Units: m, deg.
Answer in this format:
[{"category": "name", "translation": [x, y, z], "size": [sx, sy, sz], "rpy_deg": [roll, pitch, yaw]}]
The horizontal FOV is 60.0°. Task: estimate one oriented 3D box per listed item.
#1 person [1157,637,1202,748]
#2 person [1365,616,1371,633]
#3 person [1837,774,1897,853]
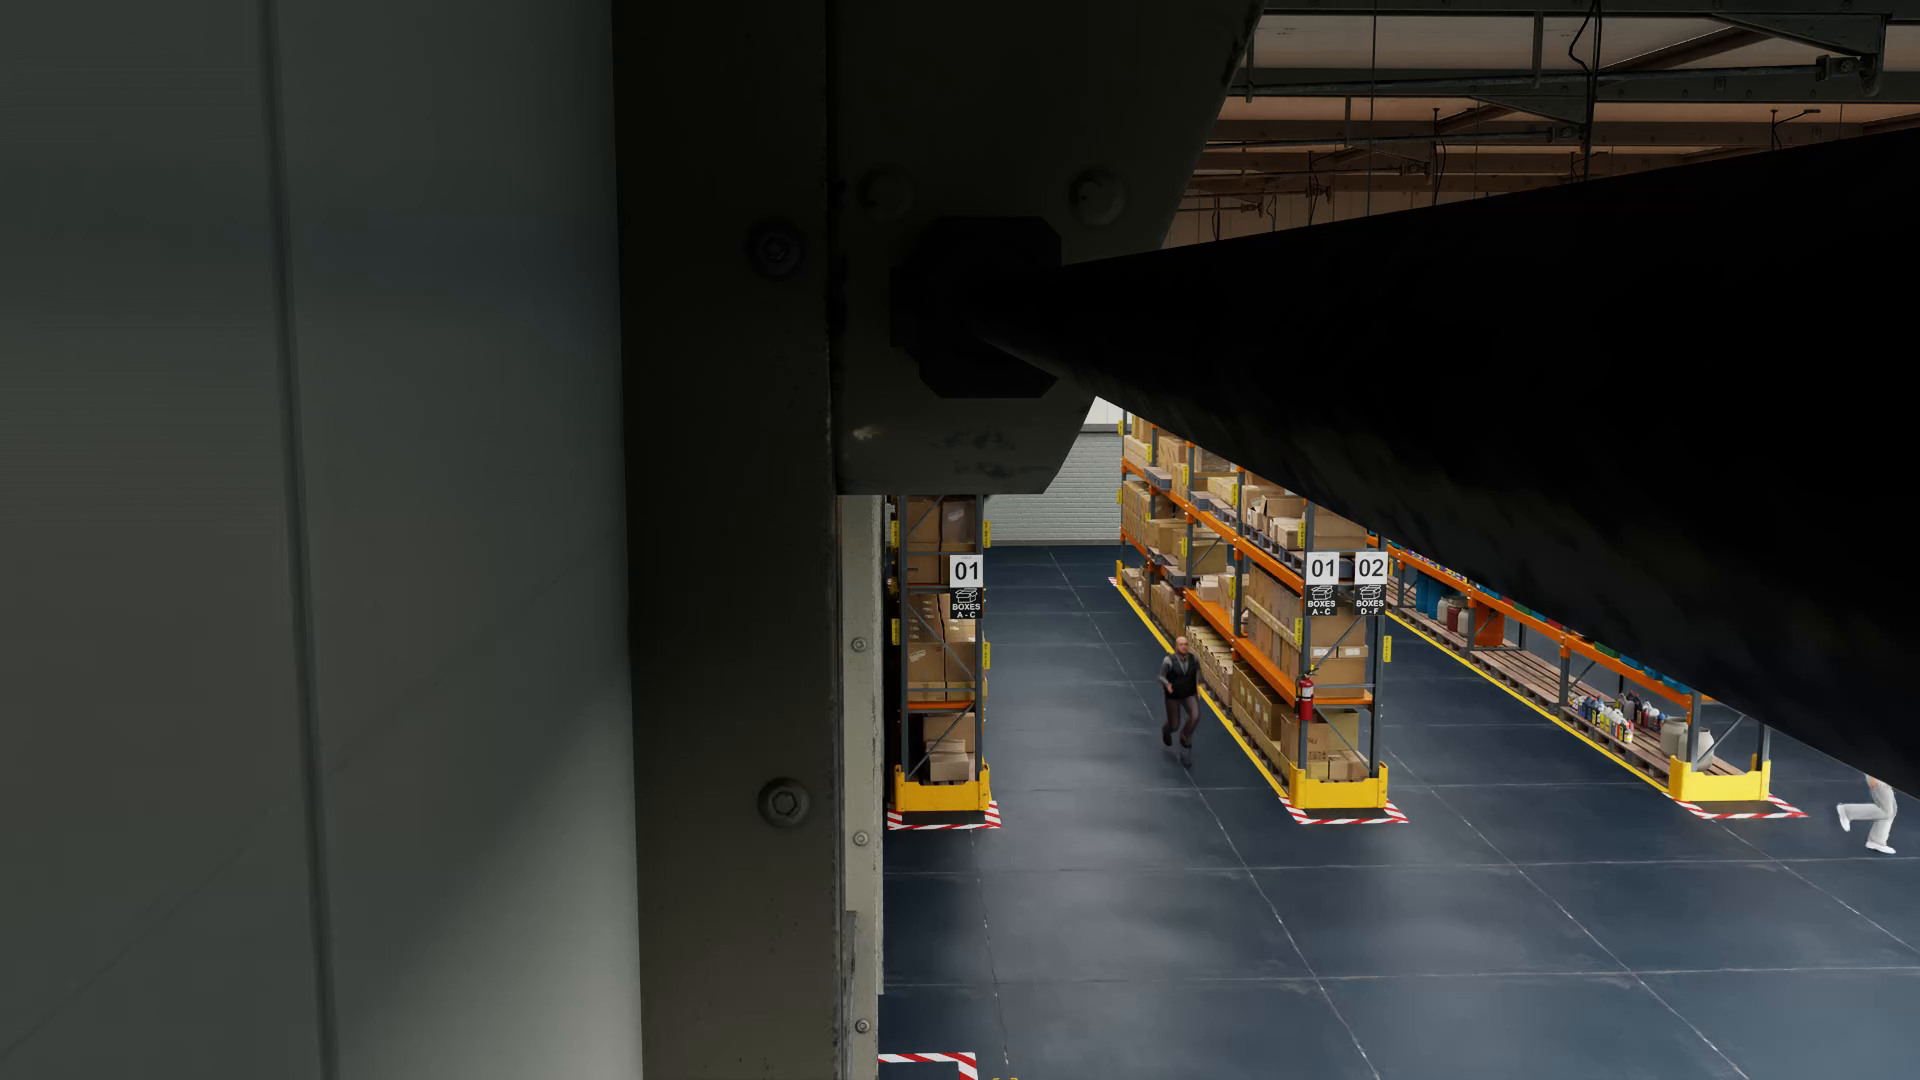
[{"category": "person", "translation": [2.991, 2.087, 22.572], "size": [0.650, 1.603, 0.939], "rpy_deg": [-1, 8, -7]}, {"category": "person", "translation": [7.530, 1.033, 30.705], "size": [0.530, 1.614, 0.728], "rpy_deg": [1, 8, 7]}, {"category": "person", "translation": [10.493, 2.770, 19.057], "size": [0.740, 1.605, 0.557], "rpy_deg": [3, 9, 21]}]
